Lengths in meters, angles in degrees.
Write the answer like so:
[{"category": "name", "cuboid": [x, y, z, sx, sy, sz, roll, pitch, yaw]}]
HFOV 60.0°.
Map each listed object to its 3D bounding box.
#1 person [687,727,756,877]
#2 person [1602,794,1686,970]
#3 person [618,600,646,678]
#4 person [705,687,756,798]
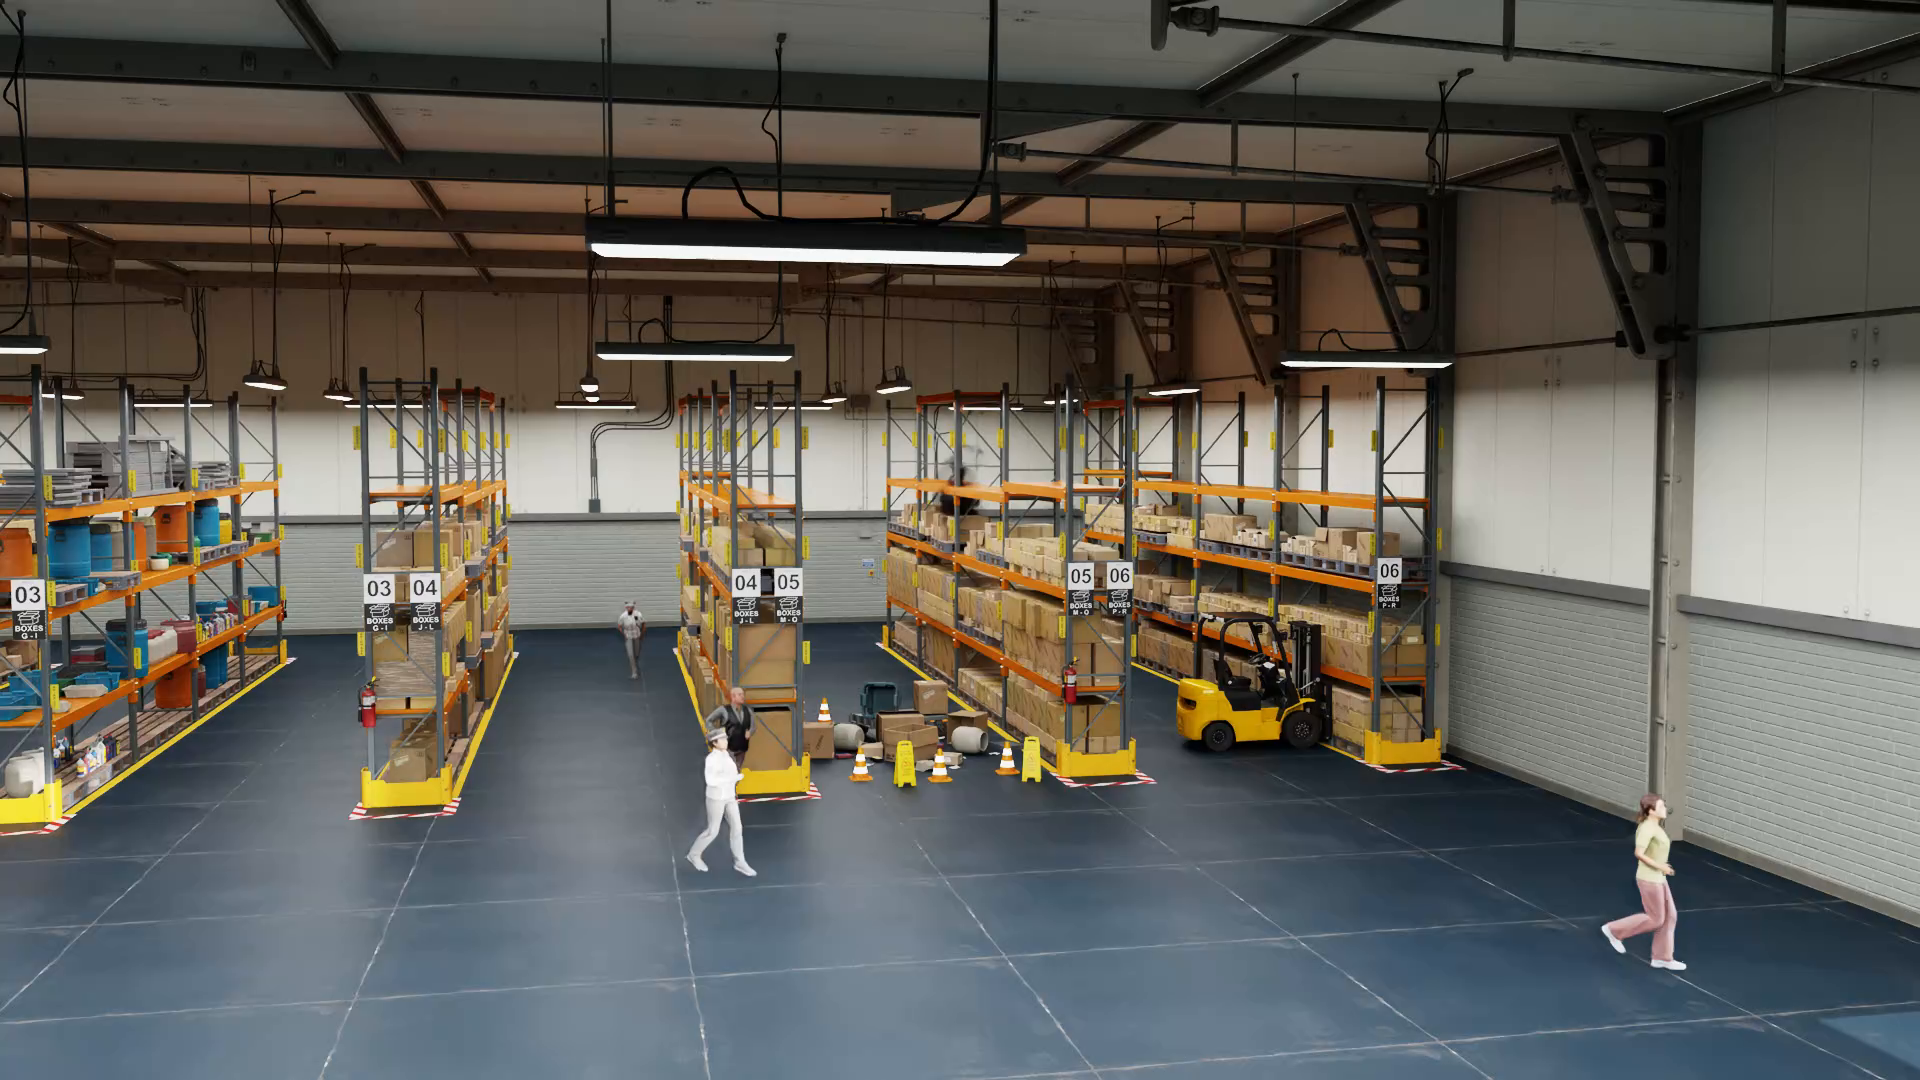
[{"category": "person", "cuboid": [-2.737, 2.989, 19.082, 0.834, 1.708, 0.605, 1, 4, 24]}, {"category": "person", "cuboid": [6.537, 3.232, 15.849, 0.752, 1.643, 0.577, 2, 4, 27]}, {"category": "person", "cuboid": [-7.011, 2.103, 35.474, 0.569, 1.662, 0.797, -1, 4, -15]}, {"category": "person", "cuboid": [-3.041, 2.849, 22.254, 0.673, 1.767, 0.838, -3, 5, -41]}]
